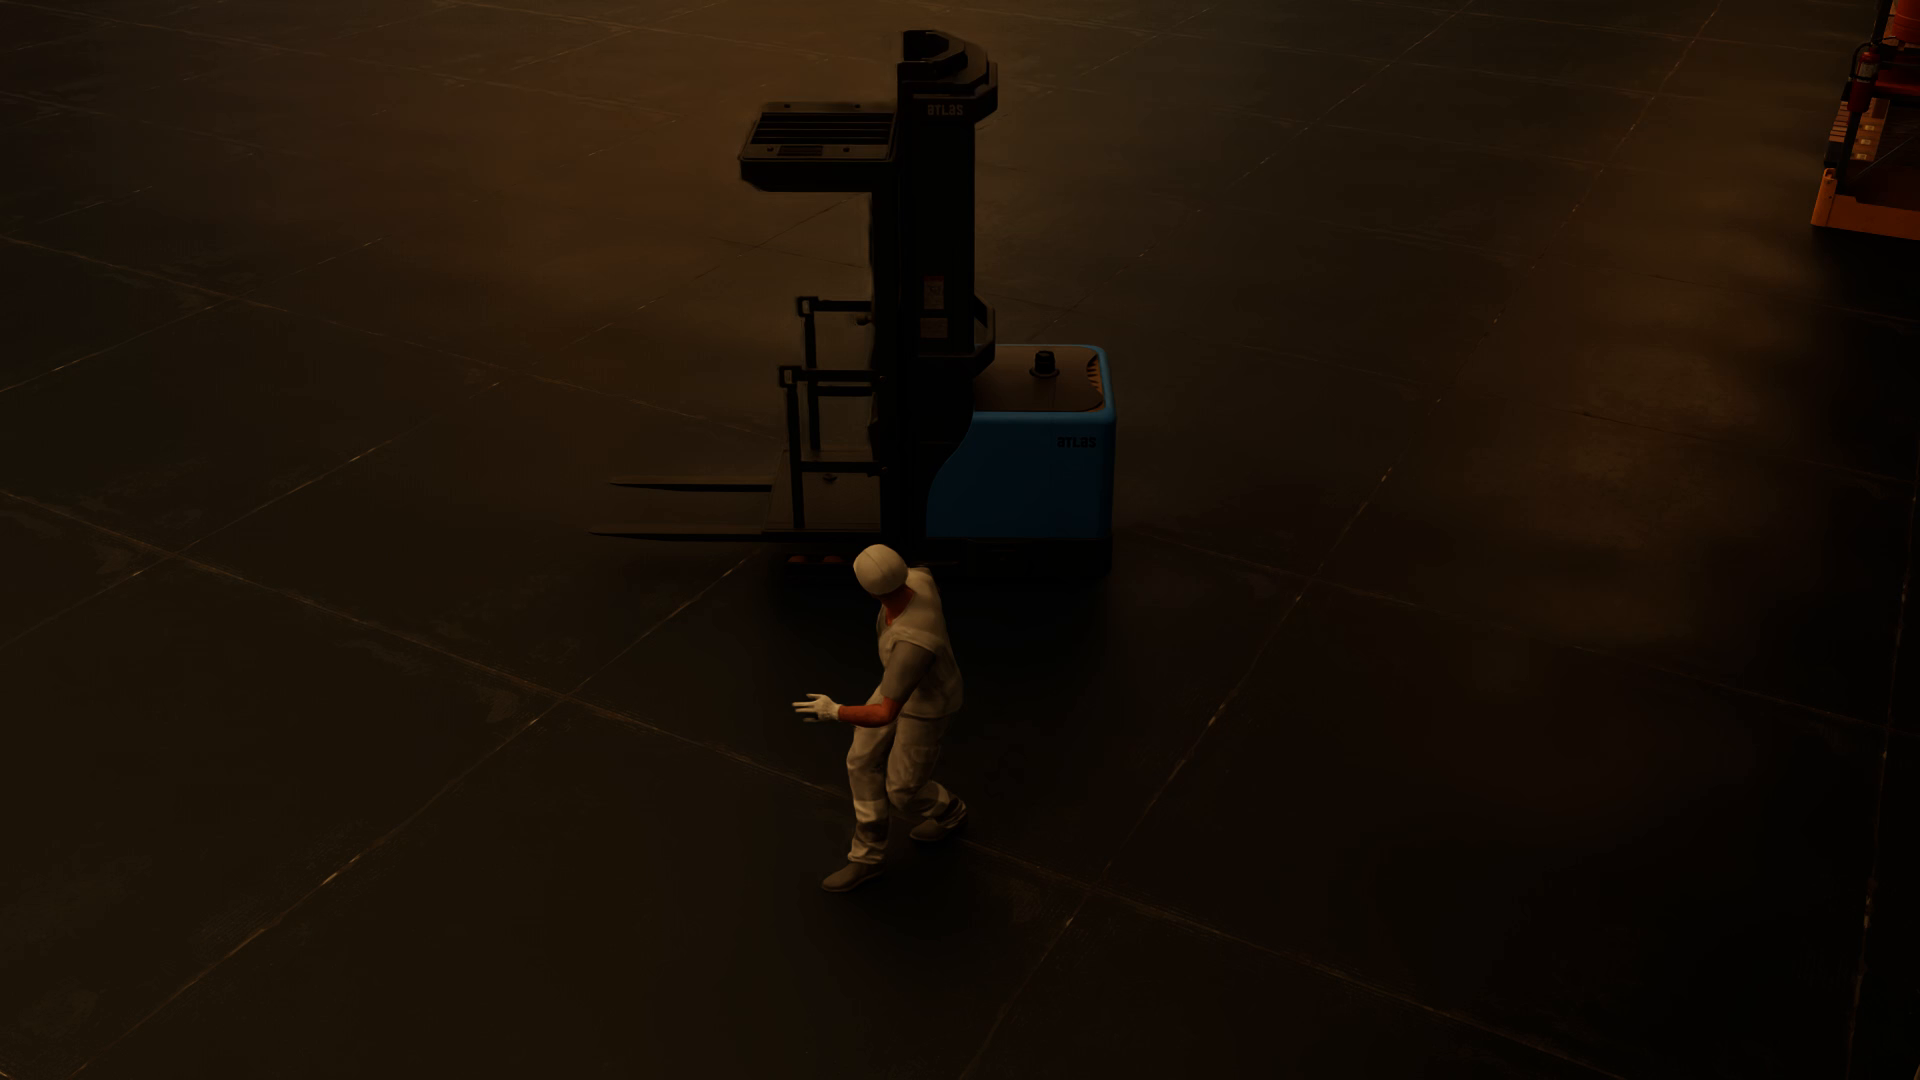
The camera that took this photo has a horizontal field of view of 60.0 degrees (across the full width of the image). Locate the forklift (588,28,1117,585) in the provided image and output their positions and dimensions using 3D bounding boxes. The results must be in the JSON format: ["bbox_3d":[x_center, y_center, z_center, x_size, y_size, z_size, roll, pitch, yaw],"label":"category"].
[{"bbox_3d":[-0.635,-1.275,9.280,3.031,2.935,1.130,0,30,1],"label":"forklift"}]

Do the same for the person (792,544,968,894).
[{"bbox_3d":[-0.362,0.675,7.213,0.816,1.636,0.803,-12,32,-20],"label":"person"}]
